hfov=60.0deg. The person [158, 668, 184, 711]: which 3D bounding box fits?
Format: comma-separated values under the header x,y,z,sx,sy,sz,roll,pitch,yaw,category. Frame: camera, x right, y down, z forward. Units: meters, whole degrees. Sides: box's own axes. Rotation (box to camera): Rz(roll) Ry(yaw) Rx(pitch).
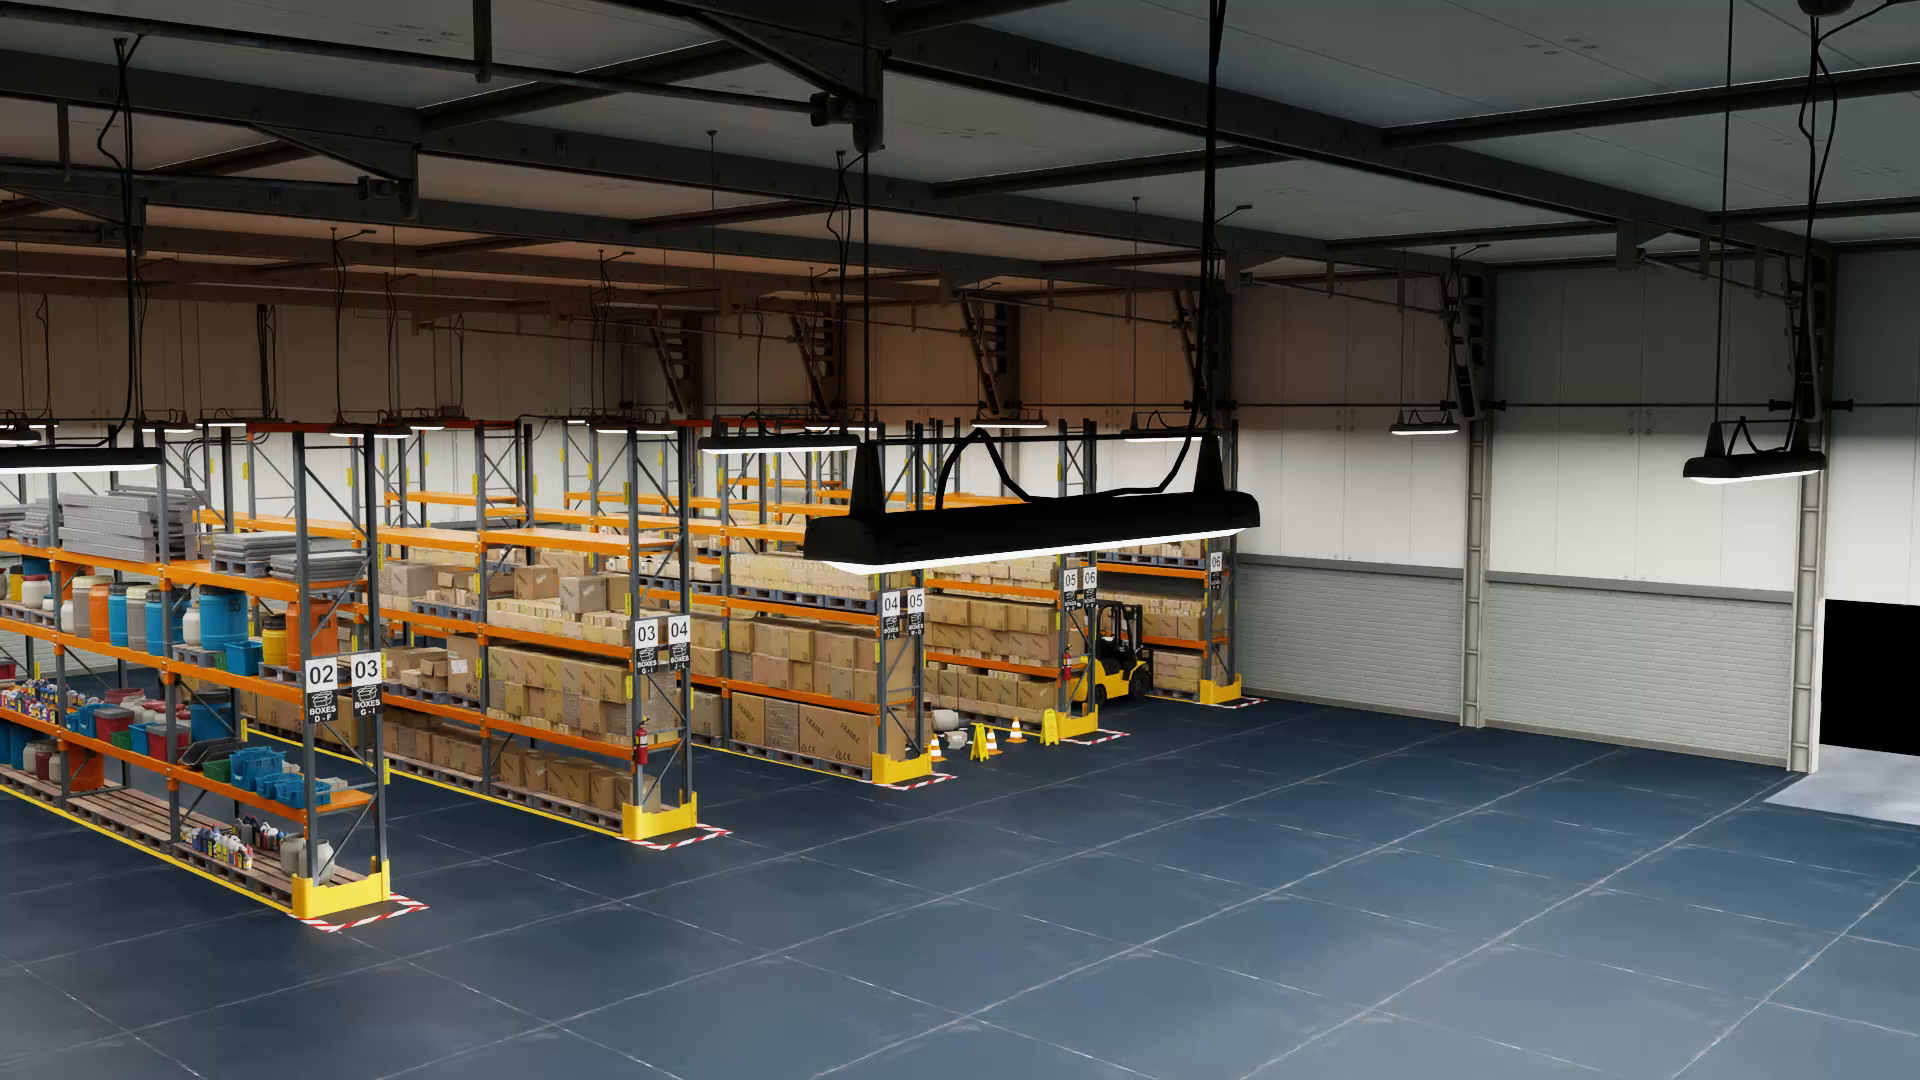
x,y,z,sx,sy,sz,roll,pitch,yaw,category
-15.398,2.846,32.406,0.488,1.686,1.003,-4,6,-42,person
